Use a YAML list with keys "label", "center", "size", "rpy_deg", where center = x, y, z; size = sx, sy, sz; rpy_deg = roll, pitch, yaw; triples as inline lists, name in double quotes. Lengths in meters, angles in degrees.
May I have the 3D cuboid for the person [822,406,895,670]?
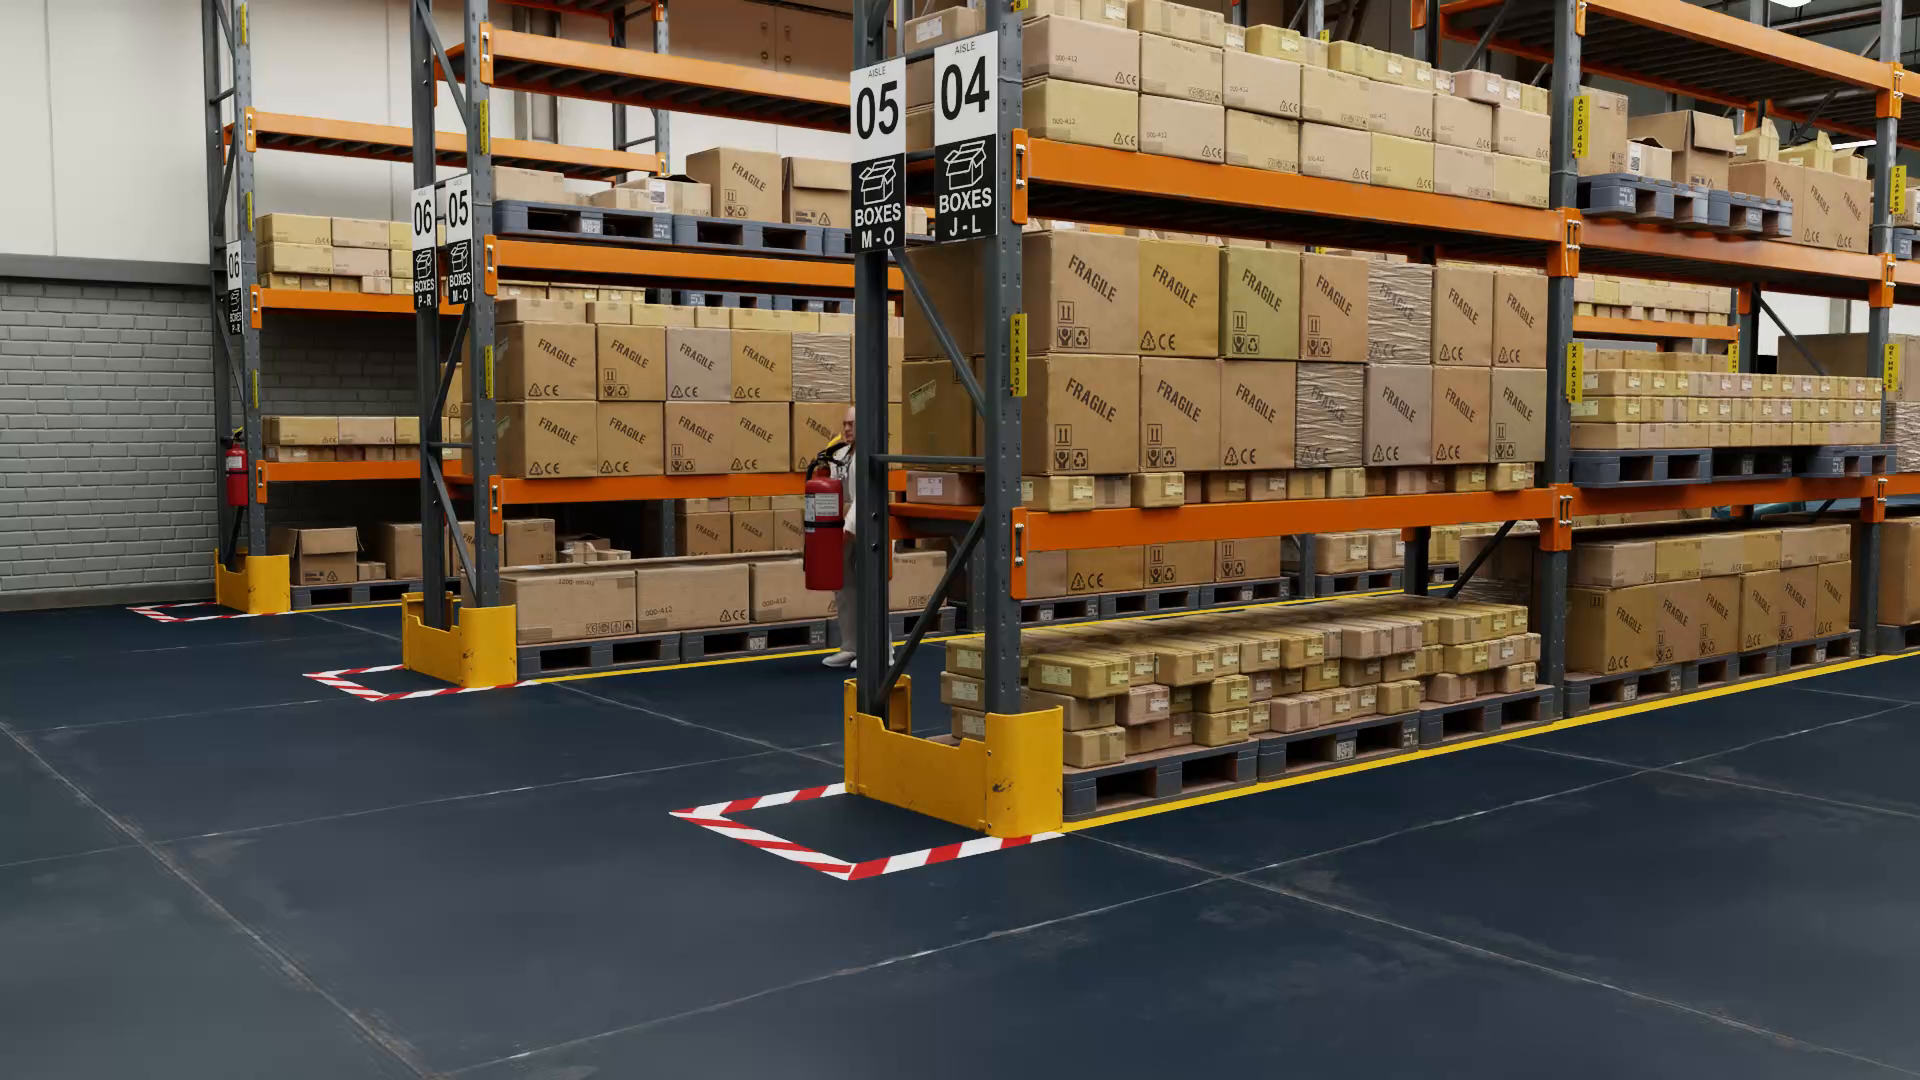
- label: "person"
  center: [-0.722, -0.016, 11.222]
  size: [0.573, 1.774, 0.527]
  rpy_deg: [-3, 5, -40]
